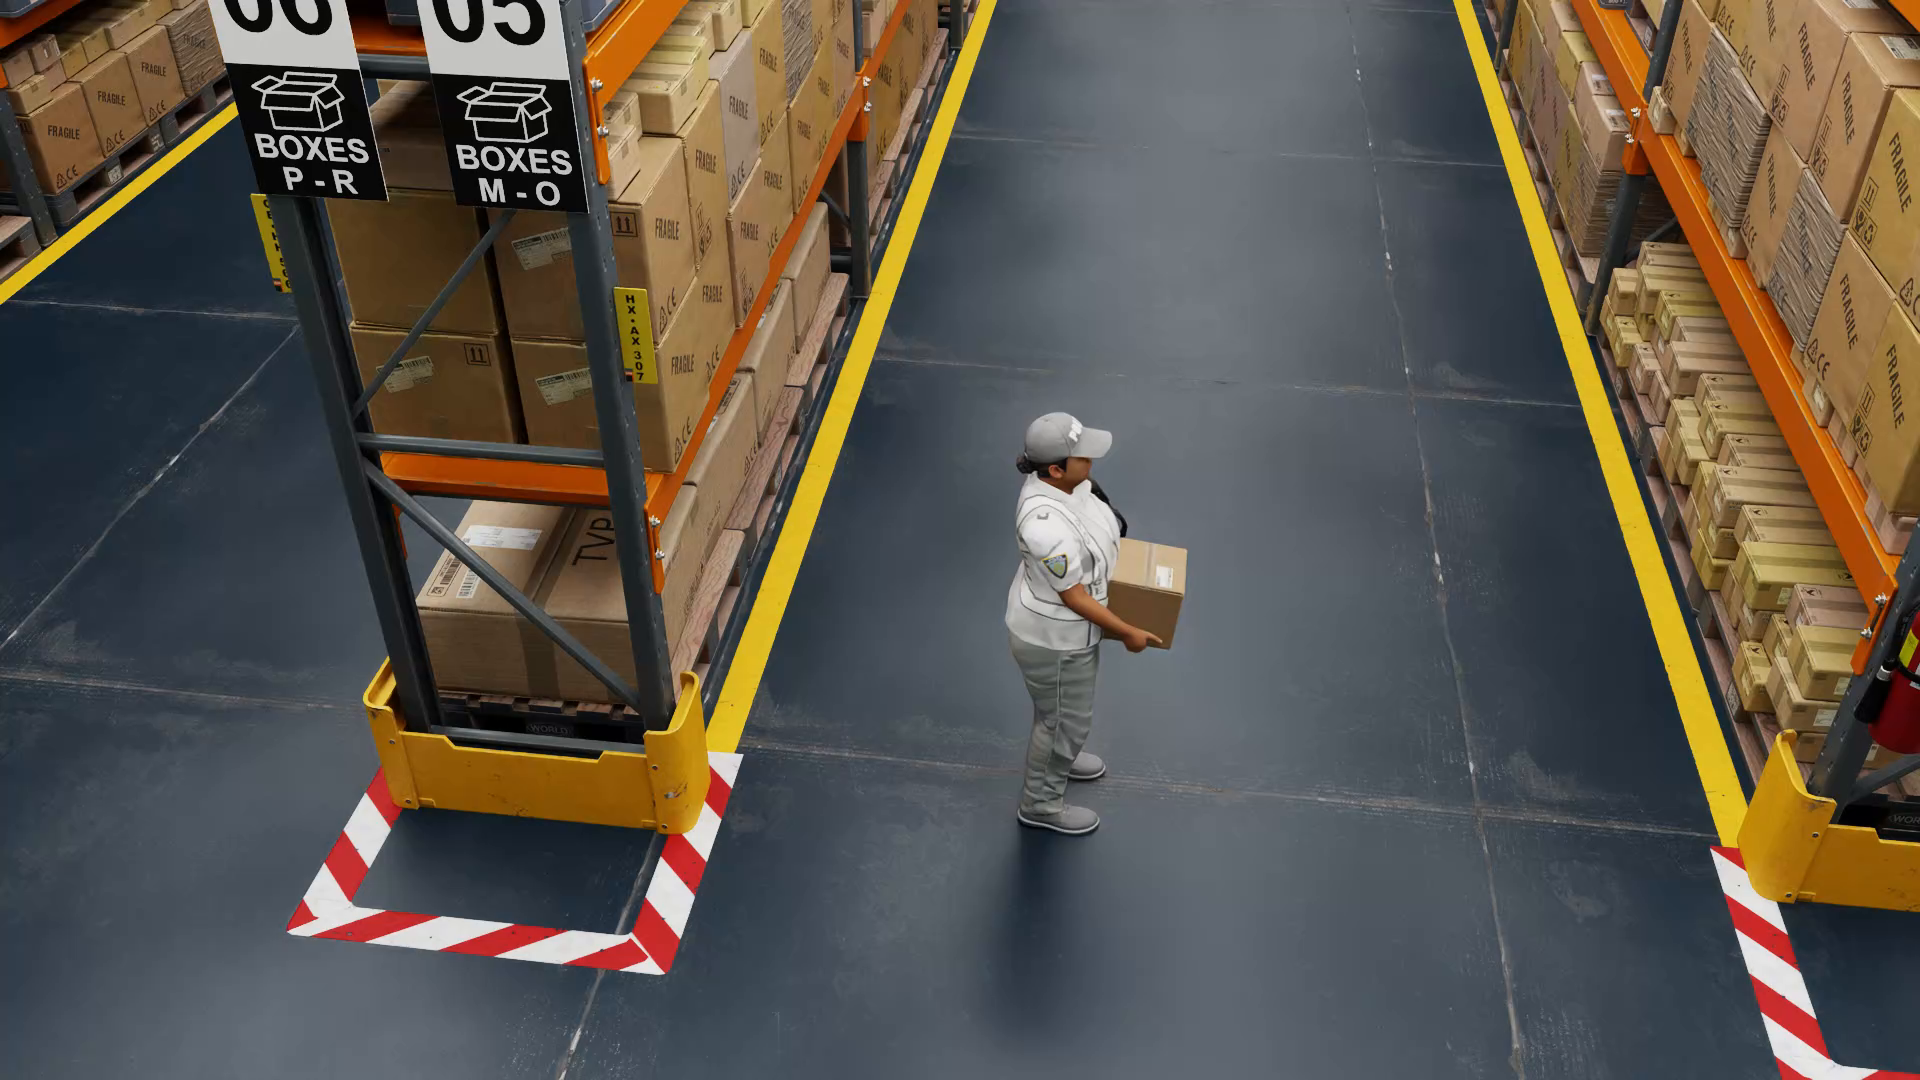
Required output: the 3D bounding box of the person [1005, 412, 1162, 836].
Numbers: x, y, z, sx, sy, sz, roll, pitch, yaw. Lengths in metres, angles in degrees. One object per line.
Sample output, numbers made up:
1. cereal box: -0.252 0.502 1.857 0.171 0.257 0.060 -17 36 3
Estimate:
1. person: 0.430 0.293 5.758 0.541 1.656 0.453 5 37 7
